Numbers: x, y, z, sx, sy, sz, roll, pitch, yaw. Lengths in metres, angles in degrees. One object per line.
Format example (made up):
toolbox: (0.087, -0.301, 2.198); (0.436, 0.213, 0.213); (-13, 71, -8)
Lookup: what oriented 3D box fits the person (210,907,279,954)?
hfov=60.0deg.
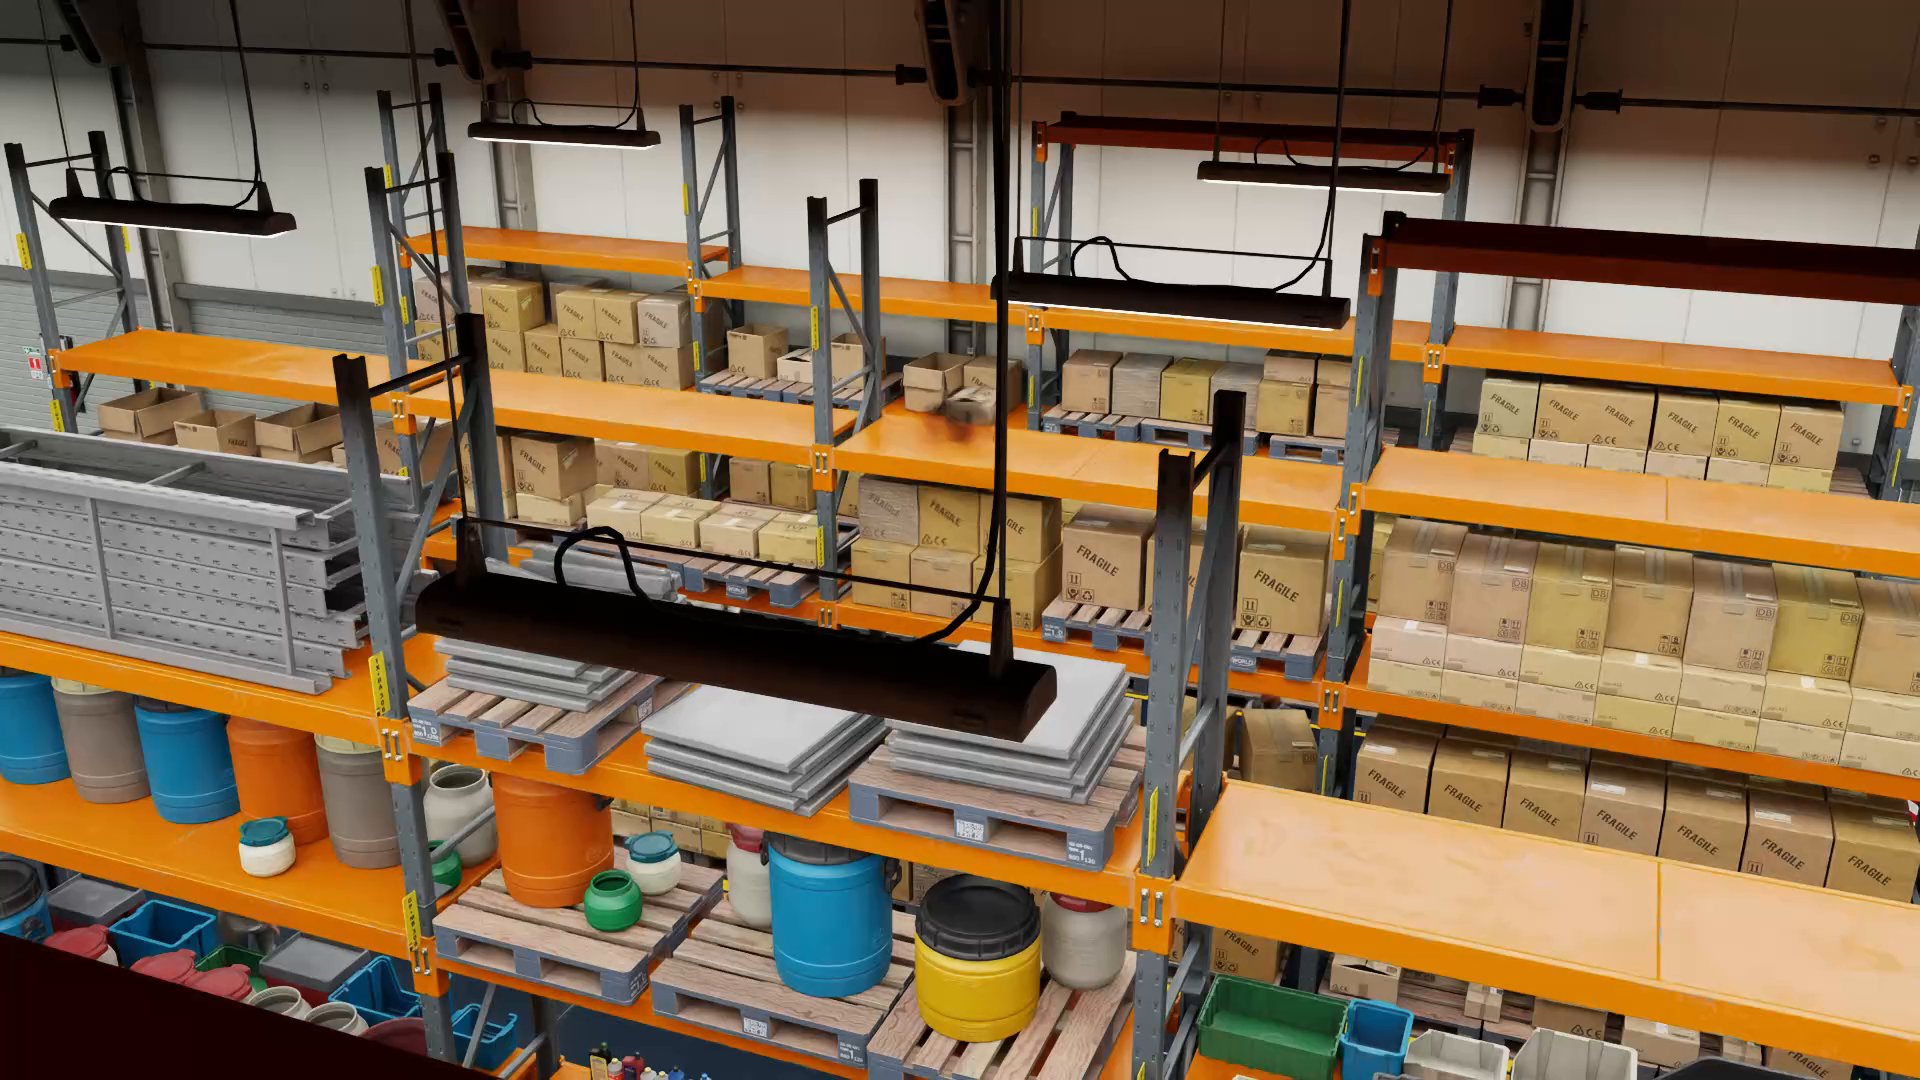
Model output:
person: (-5.373, 2.908, 12.529); (0.492, 1.549, 0.628); (-11, 23, -26)

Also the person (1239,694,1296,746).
person: (2.676, 2.026, 14.660); (0.561, 1.739, 0.525); (13, 24, 31)

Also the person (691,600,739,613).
person: (-2.562, 1.007, 17.254); (0.589, 1.781, 0.417); (14, 25, 32)
